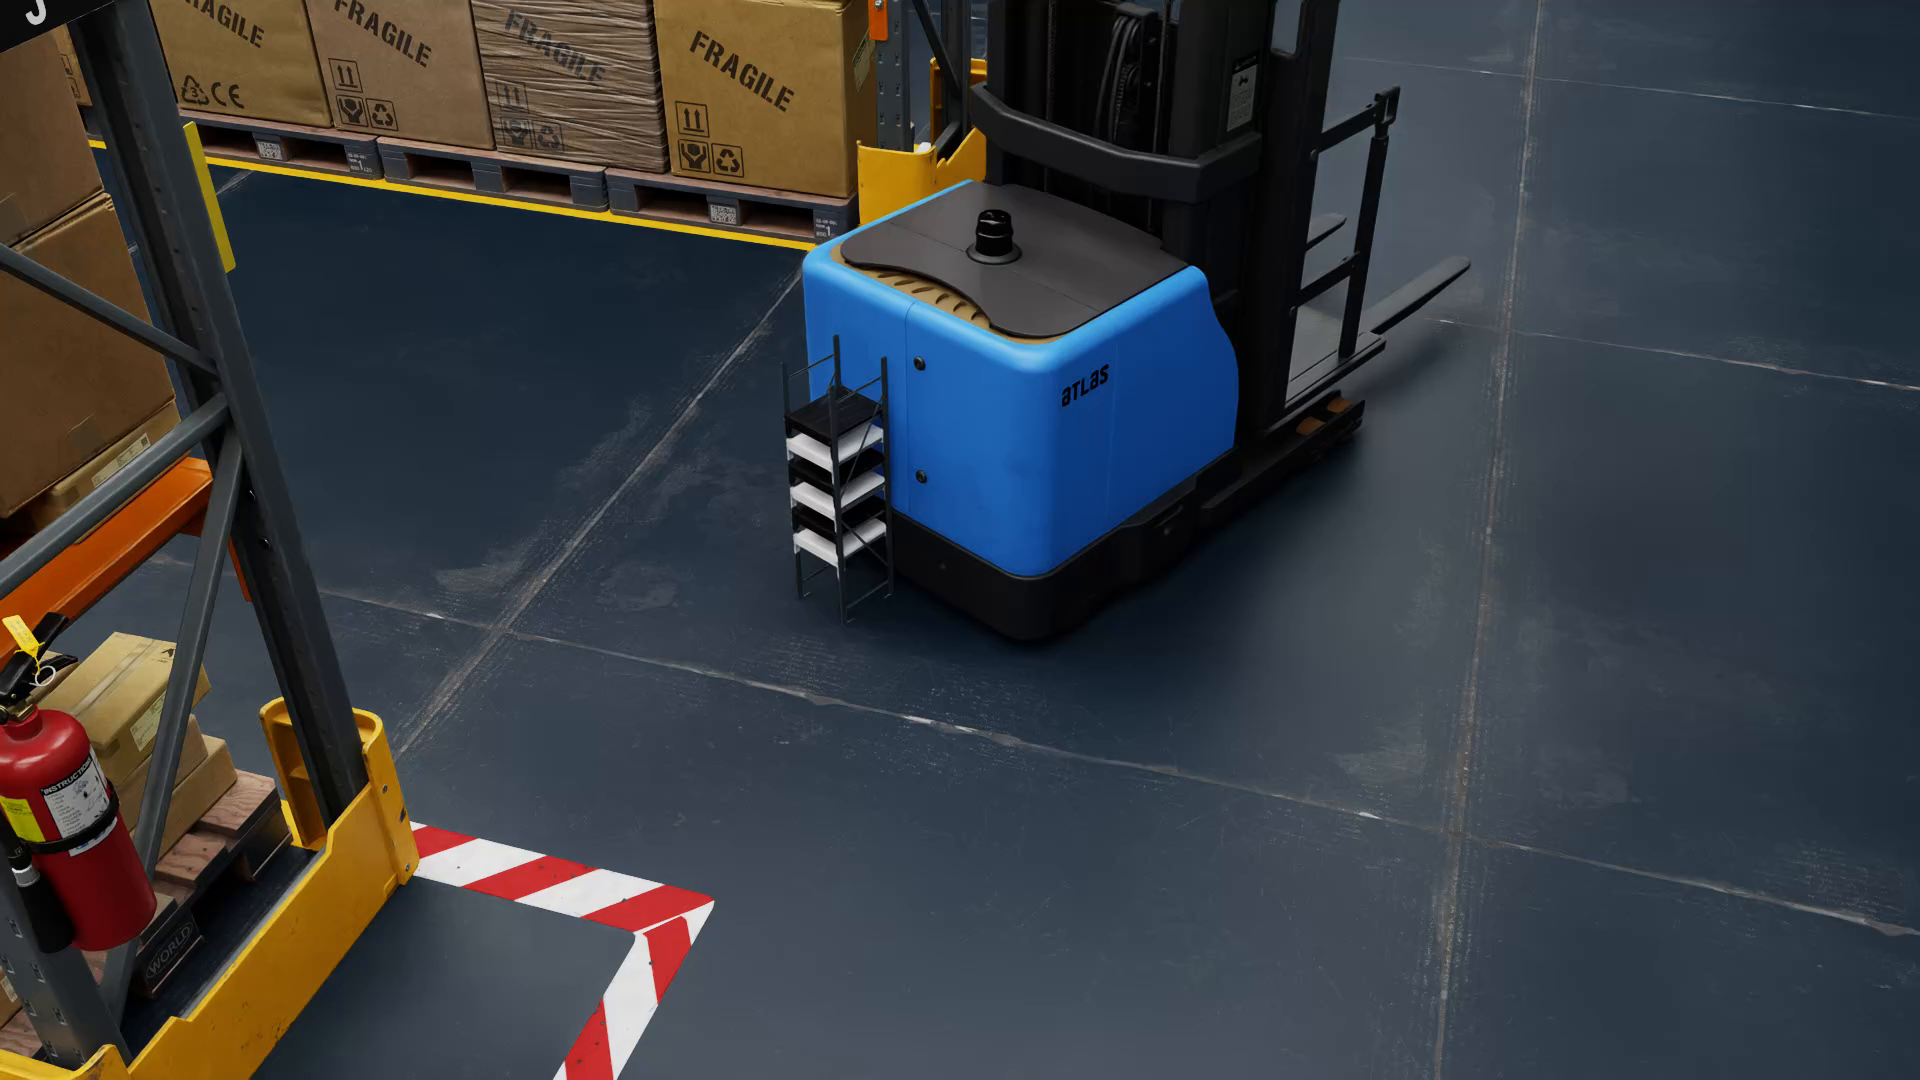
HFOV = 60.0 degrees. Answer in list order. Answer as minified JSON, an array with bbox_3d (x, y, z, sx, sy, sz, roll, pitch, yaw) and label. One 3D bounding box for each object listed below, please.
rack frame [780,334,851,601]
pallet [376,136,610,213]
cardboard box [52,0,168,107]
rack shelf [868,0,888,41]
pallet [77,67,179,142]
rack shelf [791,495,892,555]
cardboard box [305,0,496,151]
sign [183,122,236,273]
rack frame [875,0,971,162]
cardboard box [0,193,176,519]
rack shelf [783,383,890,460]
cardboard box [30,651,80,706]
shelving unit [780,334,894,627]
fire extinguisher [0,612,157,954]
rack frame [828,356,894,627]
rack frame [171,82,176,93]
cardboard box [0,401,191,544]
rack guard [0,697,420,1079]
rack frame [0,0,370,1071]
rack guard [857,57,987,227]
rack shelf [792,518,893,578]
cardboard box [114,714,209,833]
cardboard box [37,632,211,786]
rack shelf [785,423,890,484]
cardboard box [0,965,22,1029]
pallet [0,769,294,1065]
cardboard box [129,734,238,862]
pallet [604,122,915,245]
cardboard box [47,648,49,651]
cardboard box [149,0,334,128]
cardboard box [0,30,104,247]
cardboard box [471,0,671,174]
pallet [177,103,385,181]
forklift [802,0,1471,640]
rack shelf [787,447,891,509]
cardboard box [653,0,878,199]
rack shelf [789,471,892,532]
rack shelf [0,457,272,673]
[{"bbox_3d":[-0.452,-0.215,5.283,0.006,0.900,0.240,28,45,32],"label":"rack frame"},{"bbox_3d":[-2.100,-2.013,8.306,1.213,0.211,1.003,10,38,14],"label":"pallet"},{"bbox_3d":[-4.588,-2.944,8.658,0.875,0.875,1.225,11,38,14],"label":"cardboard box"},{"bbox_3d":[-2.062,-2.886,7.747,4.000,0.370,1.077,10,38,14],"label":"rack shelf"},{"bbox_3d":[-4.730,-2.500,8.968,1.213,0.211,1.003,10,38,14],"label":"pallet"},{"bbox_3d":[-0.377,-0.076,5.302,0.200,0.077,0.258,28,45,32],"label":"rack shelf"},{"bbox_3d":[-2.506,-2.521,8.083,0.875,0.875,0.875,10,38,14],"label":"cardboard box"},{"bbox_3d":[-1.567,-0.689,3.425,0.005,0.325,0.100,10,38,14],"label":"sign"},{"bbox_3d":[-0.153,-2.822,7.054,0.127,3.000,1.000,10,38,14],"label":"rack frame"},{"bbox_3d":[-2.074,-0.429,3.467,0.500,0.500,0.500,12,38,16],"label":"cardboard box"},{"bbox_3d":[-0.377,-0.366,5.088,0.200,0.077,0.258,28,45,32],"label":"rack shelf"},{"bbox_3d":[-2.426,0.441,4.170,0.250,0.149,0.380,11,38,15],"label":"cardboard box"},{"bbox_3d":[-0.377,-0.175,5.229,0.210,0.900,0.258,28,45,32],"label":"shelving unit"},{"bbox_3d":[-1.625,0.454,2.983,0.183,0.674,0.296,10,38,14],"label":"fire extinguisher"},{"bbox_3d":[-0.301,-0.135,5.174,0.006,0.900,0.240,28,45,32],"label":"rack frame"},{"bbox_3d":[-3.971,-3.529,8.014,0.127,3.000,1.000,10,38,14],"label":"rack frame"},{"bbox_3d":[-1.940,-0.175,3.669,0.250,0.149,0.380,10,38,14],"label":"cardboard box"},{"bbox_3d":[-1.801,0.960,4.024,0.348,0.500,1.175,10,38,14],"label":"rack guard"},{"bbox_3d":[-1.728,-0.033,3.265,0.127,3.000,1.000,10,38,14],"label":"rack frame"},{"bbox_3d":[-0.130,-1.811,7.789,0.348,0.500,1.175,10,38,14],"label":"rack guard"},{"bbox_3d":[-0.377,-0.003,5.355,0.200,0.077,0.258,28,45,32],"label":"rack shelf"},{"bbox_3d":[-2.152,0.588,4.220,0.250,0.149,0.380,12,38,16],"label":"cardboard box"},{"bbox_3d":[-2.127,0.421,4.196,0.250,0.149,0.380,9,37,12],"label":"cardboard box"},{"bbox_3d":[-0.377,-0.293,5.142,0.200,0.077,0.258,28,45,32],"label":"rack shelf"},{"bbox_3d":[-2.293,0.971,3.952,0.250,0.149,0.380,11,38,15],"label":"cardboard box"},{"bbox_3d":[-2.566,0.913,4.332,1.213,0.211,1.003,10,38,14],"label":"pallet"},{"bbox_3d":[-2.133,0.672,4.357,0.250,0.149,0.380,11,38,15],"label":"cardboard box"},{"bbox_3d":[-0.939,-1.796,8.012,1.213,0.211,1.003,10,38,14],"label":"pallet"},{"bbox_3d":[-2.628,0.323,4.329,0.250,0.149,0.380,10,38,14],"label":"cardboard box"},{"bbox_3d":[-3.365,-2.680,8.299,0.875,0.875,0.875,10,38,14],"label":"cardboard box"},{"bbox_3d":[-2.078,-0.826,3.163,0.500,0.500,0.500,10,38,14],"label":"cardboard box"},{"bbox_3d":[-1.656,-2.364,7.870,0.875,0.875,0.875,10,38,14],"label":"cardboard box"},{"bbox_3d":[-3.268,-2.227,8.598,1.213,0.211,1.003,10,38,14],"label":"pallet"},{"bbox_3d":[0.866,-1.651,5.520,1.130,2.935,3.031,29,45,33],"label":"forklift"},{"bbox_3d":[-0.377,-0.221,5.195,0.200,0.077,0.258,28,45,32],"label":"rack shelf"},{"bbox_3d":[-0.787,-2.203,7.651,0.875,0.875,0.875,10,38,14],"label":"cardboard box"},{"bbox_3d":[-0.377,-0.148,5.248,0.200,0.077,0.258,28,45,32],"label":"rack shelf"},{"bbox_3d":[-3.637,-0.097,3.958,4.000,0.370,1.077,10,38,14],"label":"rack shelf"}]
